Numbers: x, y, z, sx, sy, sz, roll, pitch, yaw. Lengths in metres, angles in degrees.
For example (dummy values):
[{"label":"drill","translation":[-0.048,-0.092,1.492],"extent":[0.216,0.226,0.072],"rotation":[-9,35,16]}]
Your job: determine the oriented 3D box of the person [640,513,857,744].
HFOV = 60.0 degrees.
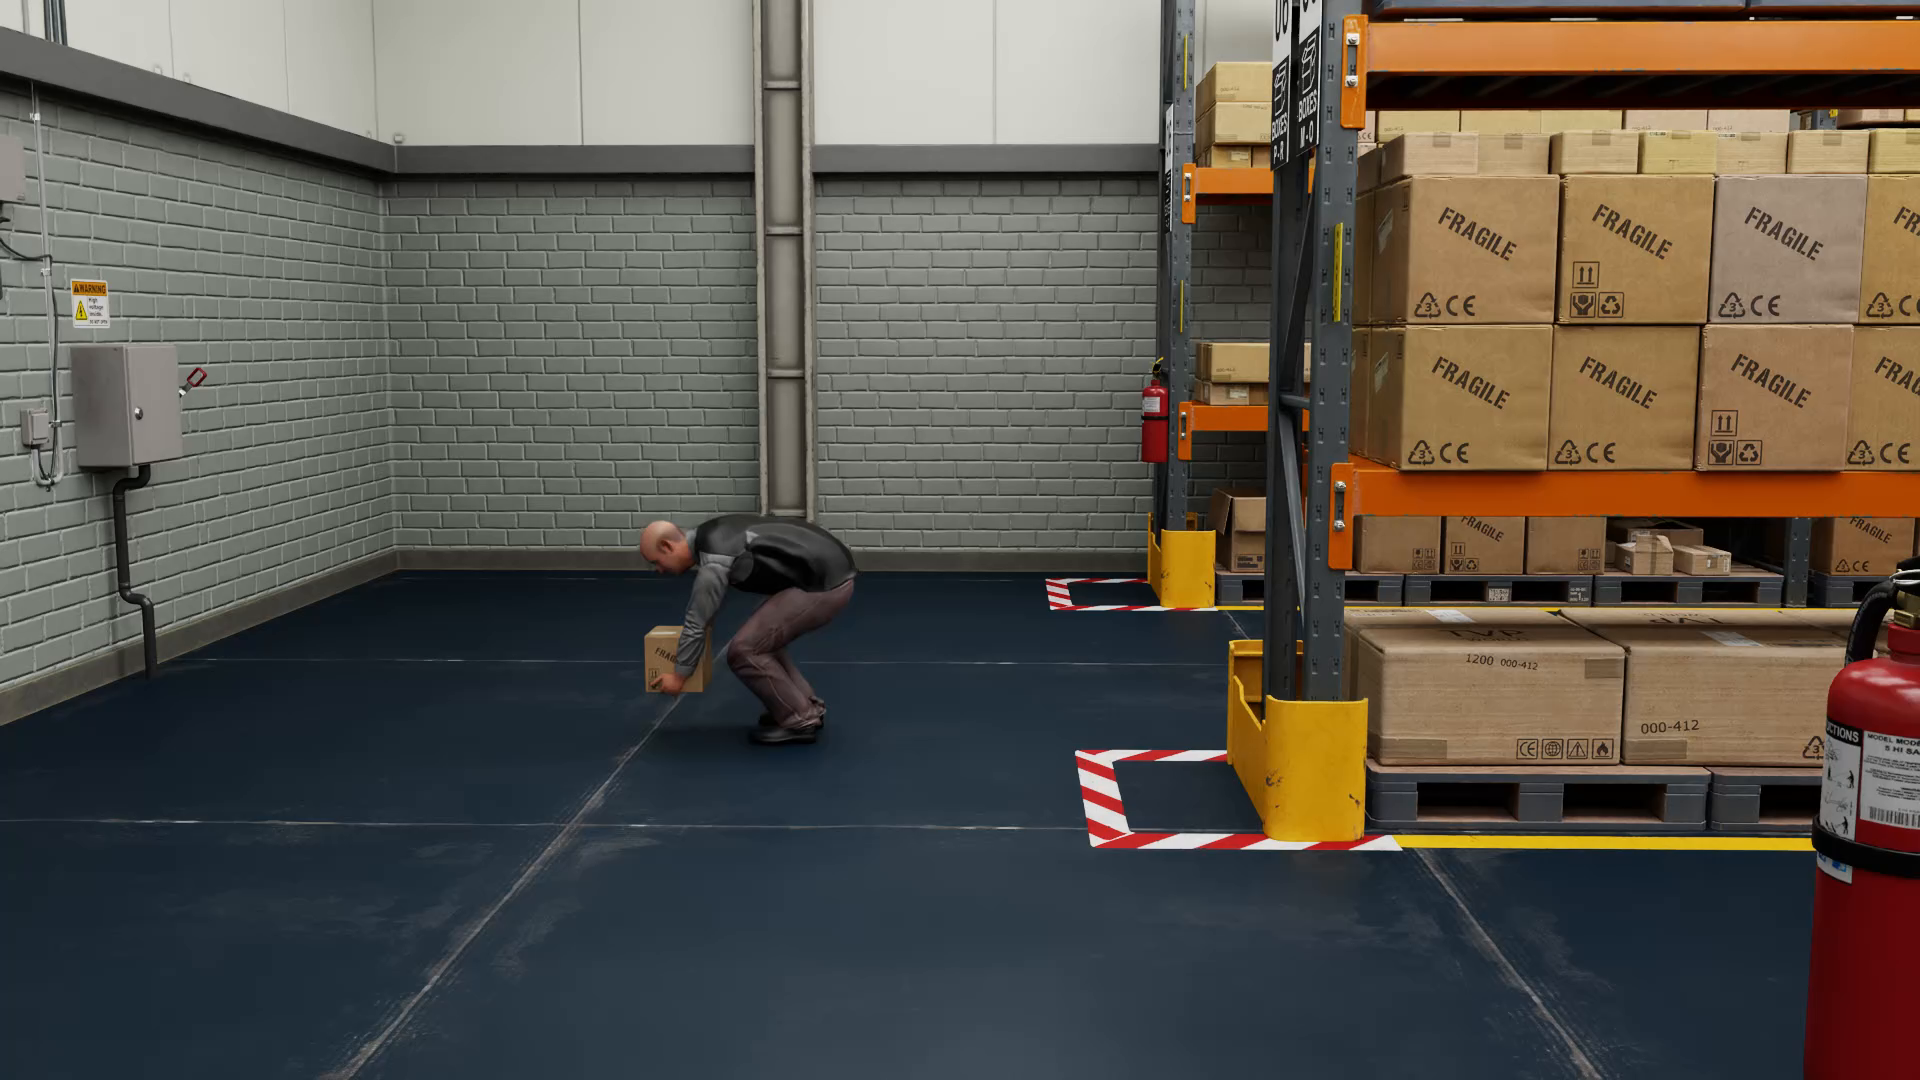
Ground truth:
[{"label":"person","translation":[-0.933,0.385,7.317],"extent":[0.926,0.972,0.518],"rotation":[0,7,-1]}]
